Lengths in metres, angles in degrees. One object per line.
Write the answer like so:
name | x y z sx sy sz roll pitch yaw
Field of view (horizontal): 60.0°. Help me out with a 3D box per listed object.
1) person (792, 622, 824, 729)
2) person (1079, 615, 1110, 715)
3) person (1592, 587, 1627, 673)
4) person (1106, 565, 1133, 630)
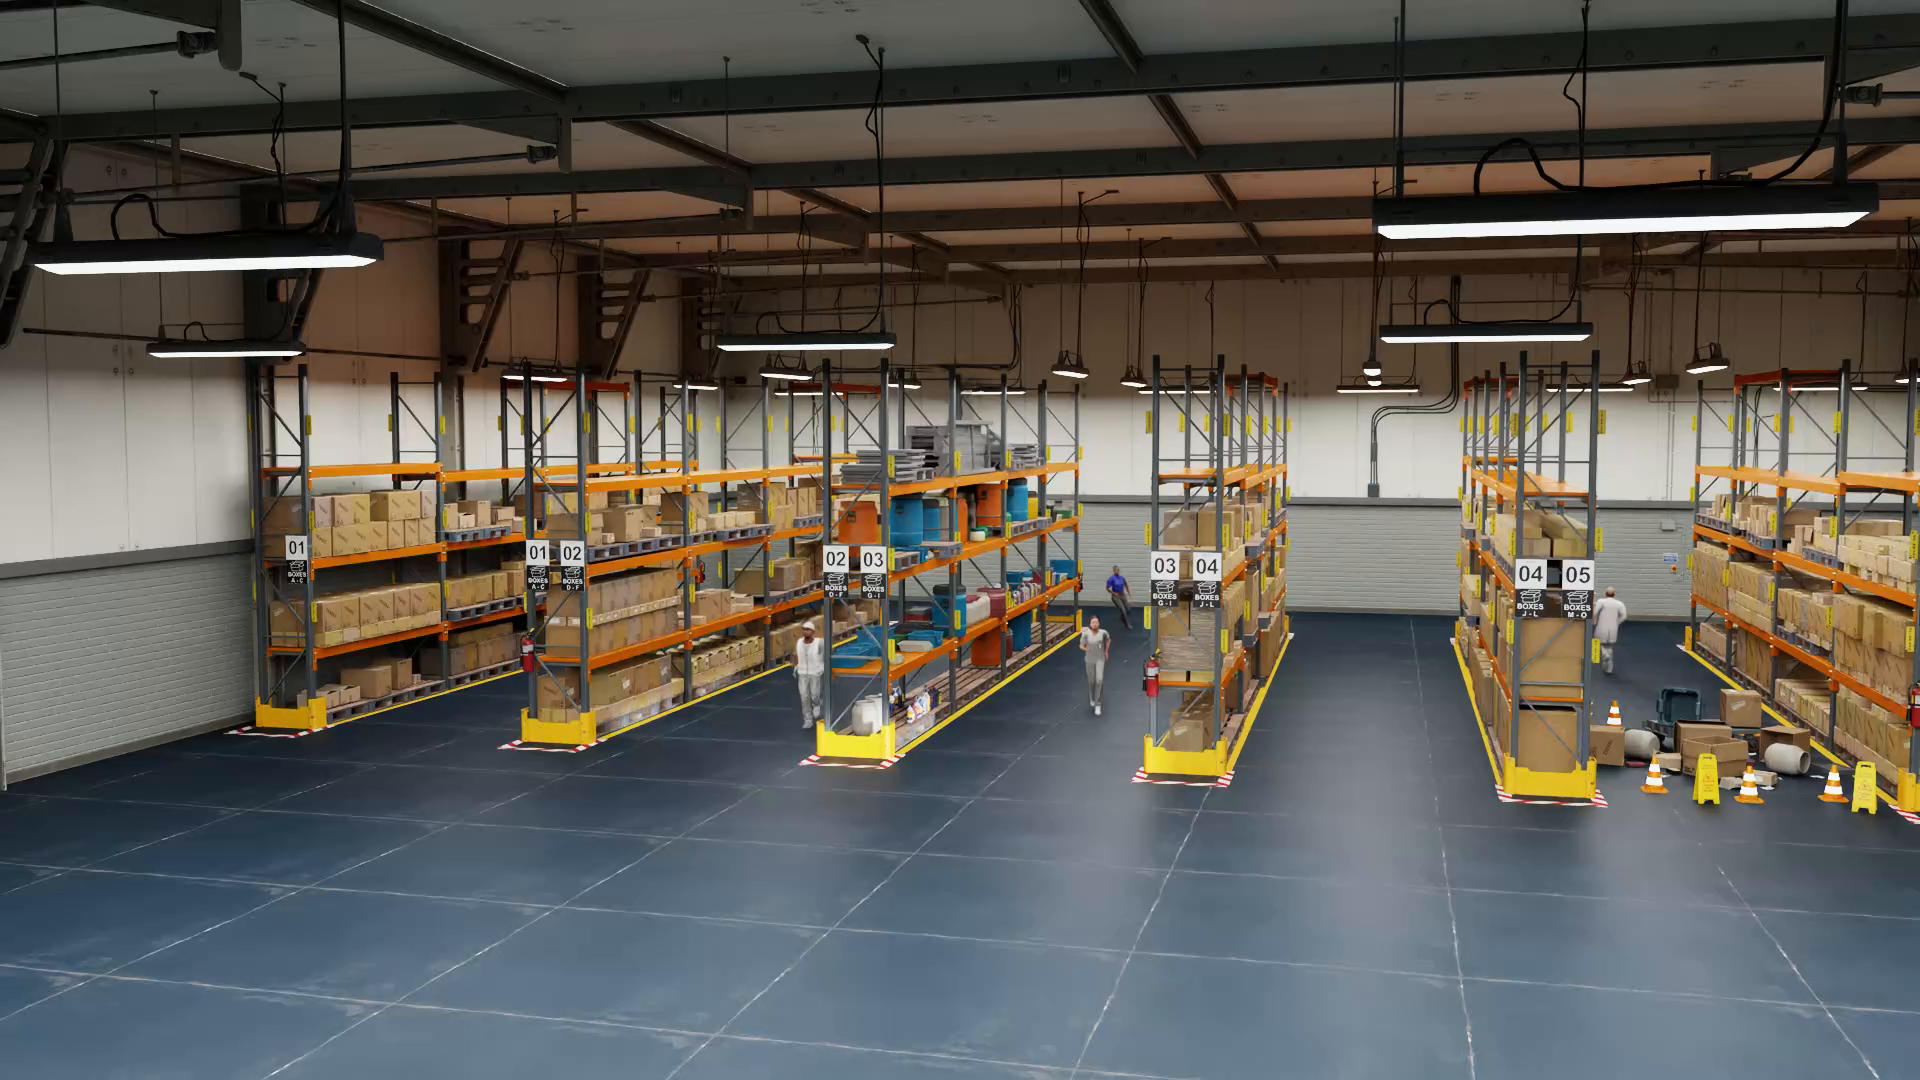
person | -2.475 2.232 27.645 0.676 1.753 0.648 1 4 12
person | 2.355 2.153 29.102 0.518 1.696 0.887 1 4 11
person | 13.122 1.814 33.717 0.707 1.739 0.566 0 4 6
person | 3.914 1.406 40.755 0.728 1.561 0.607 -2 4 -25
